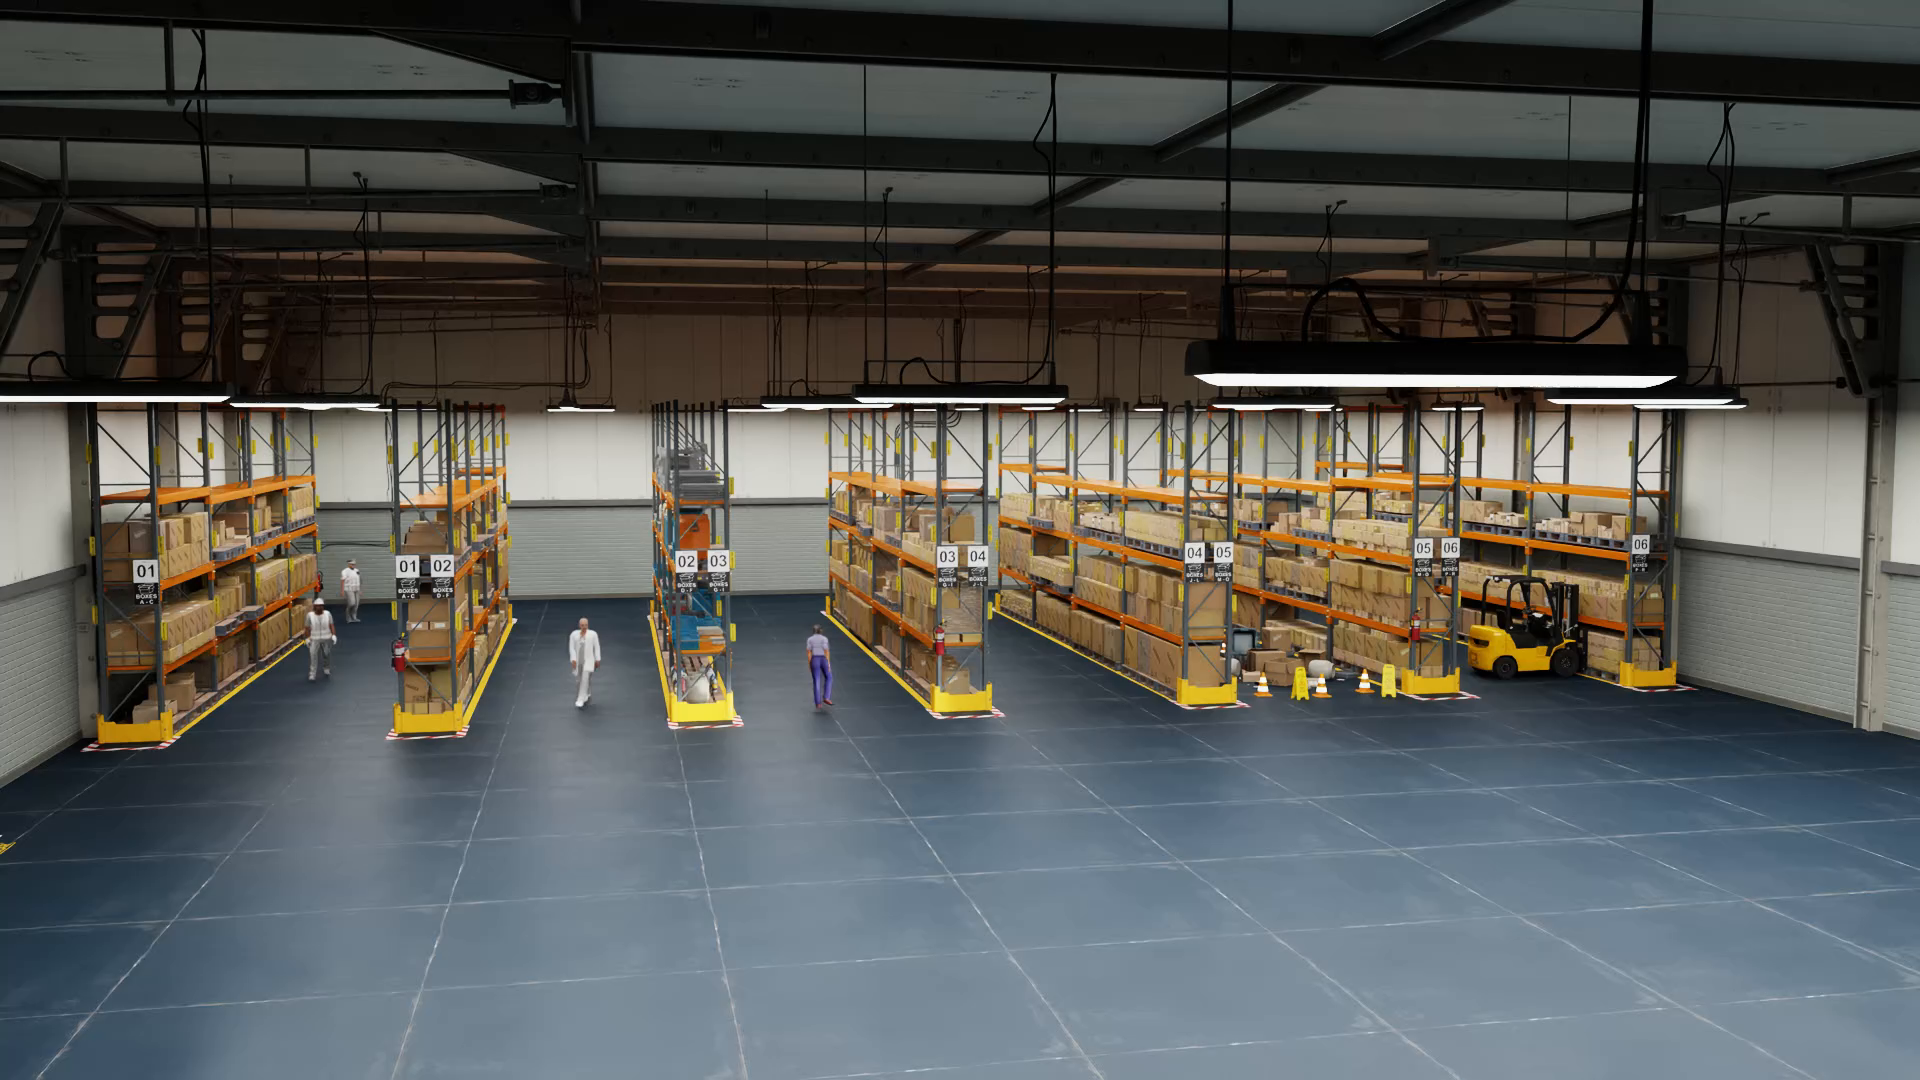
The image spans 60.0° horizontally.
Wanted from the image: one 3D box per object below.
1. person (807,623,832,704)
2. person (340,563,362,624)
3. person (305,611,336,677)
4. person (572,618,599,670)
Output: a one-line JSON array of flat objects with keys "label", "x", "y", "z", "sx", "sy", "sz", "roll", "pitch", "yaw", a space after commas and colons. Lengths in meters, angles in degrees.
[{"label": "person", "x": -2.762, "y": 2.410, "z": 32.544, "sx": 0.483, "sy": 1.544, "sz": 0.512, "roll": 0, "pitch": 4, "yaw": 0}, {"label": "person", "x": -16.679, "y": 1.421, "z": 45.647, "sx": 0.449, "sy": 1.759, "sz": 0.595, "roll": 2, "pitch": 5, "yaw": 29}, {"label": "person", "x": -13.843, "y": 2.237, "z": 36.019, "sx": 0.635, "sy": 1.384, "sz": 0.906, "roll": -1, "pitch": 5, "yaw": -17}, {"label": "person", "x": -7.429, "y": 2.062, "z": 32.780, "sx": 0.534, "sy": 1.049, "sz": 0.486, "roll": 0, "pitch": 4, "yaw": 3}]
